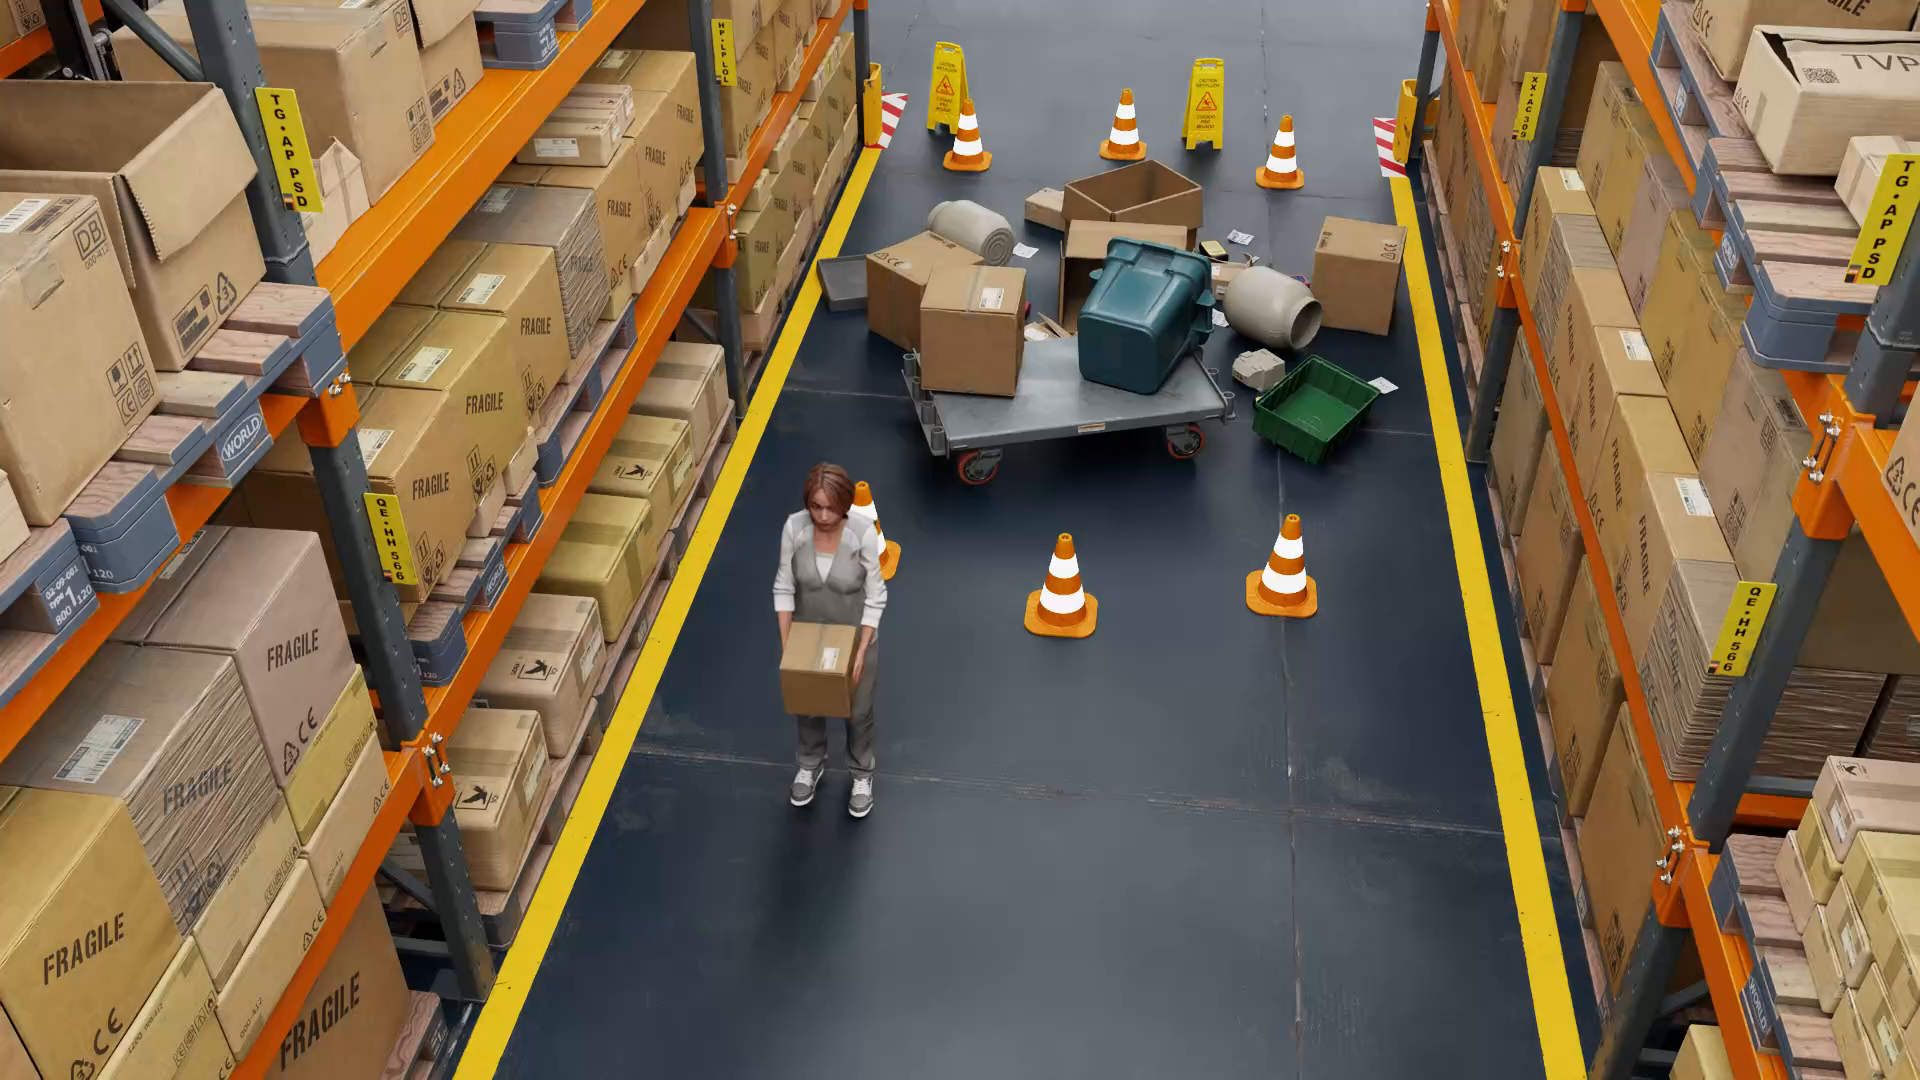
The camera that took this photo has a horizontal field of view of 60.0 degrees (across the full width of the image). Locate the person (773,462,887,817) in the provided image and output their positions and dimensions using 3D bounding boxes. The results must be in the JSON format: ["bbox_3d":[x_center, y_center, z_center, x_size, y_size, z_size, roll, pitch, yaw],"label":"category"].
[{"bbox_3d":[-0.501,0.415,6.479,0.443,1.603,0.436,4,37,5],"label":"person"}]
